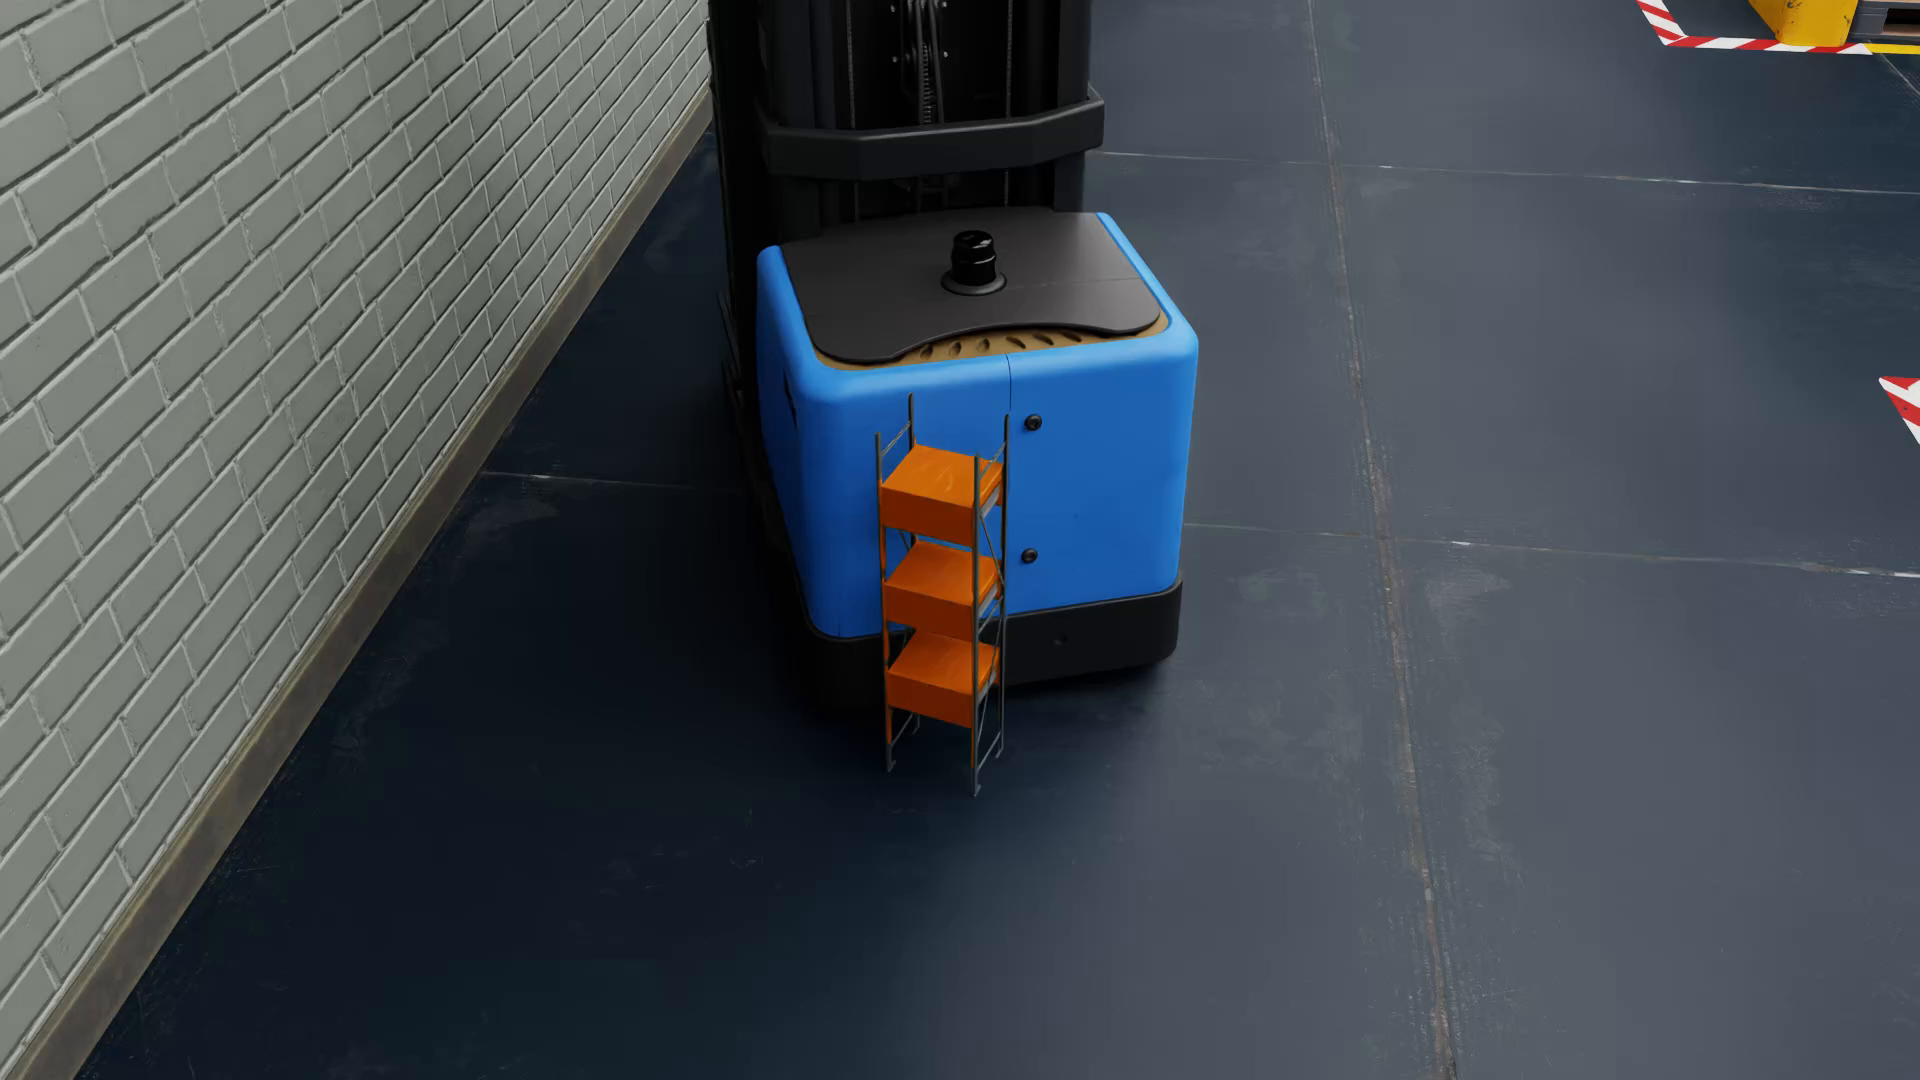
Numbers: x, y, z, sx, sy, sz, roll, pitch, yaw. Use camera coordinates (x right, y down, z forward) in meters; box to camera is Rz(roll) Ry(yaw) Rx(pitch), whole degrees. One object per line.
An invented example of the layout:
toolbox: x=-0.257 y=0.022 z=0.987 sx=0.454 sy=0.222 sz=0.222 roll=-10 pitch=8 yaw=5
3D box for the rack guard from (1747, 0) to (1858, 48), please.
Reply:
rack guard: x=4.691 y=-3.206 z=9.312 sx=0.348 sy=0.500 sz=1.175 roll=4 pitch=36 yaw=6

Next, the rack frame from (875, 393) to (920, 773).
rack frame: x=-0.151 y=0.133 z=4.160 sx=0.008 sy=1.050 sz=0.200 roll=14 pitch=38 yaw=18

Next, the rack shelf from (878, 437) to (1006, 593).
rack shelf: x=-0.039 y=-0.062 z=3.962 sx=0.240 sy=0.259 sz=0.215 roll=14 pitch=38 yaw=18

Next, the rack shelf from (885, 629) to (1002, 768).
rack shelf: x=-0.039 y=0.395 z=4.289 sx=0.240 sy=0.259 sz=0.215 roll=14 pitch=38 yaw=18

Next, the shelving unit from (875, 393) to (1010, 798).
shelving unit: x=-0.039 y=0.160 z=4.121 sx=0.252 sy=1.050 sz=0.215 roll=14 pitch=38 yaw=18

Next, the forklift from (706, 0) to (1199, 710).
forklift: x=-0.223 y=-1.589 z=4.953 sx=1.130 sy=2.935 sz=3.031 roll=-8 pitch=36 yaw=-11

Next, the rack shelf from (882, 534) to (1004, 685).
rack shelf: x=-0.039 y=0.169 z=4.127 sx=0.240 sy=0.259 sz=0.215 roll=14 pitch=38 yaw=18

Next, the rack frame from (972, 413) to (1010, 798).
rack frame: x=0.074 y=0.188 z=4.083 sx=0.008 sy=1.050 sz=0.200 roll=14 pitch=38 yaw=18

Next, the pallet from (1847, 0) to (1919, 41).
pallet: x=5.518 y=-3.072 z=9.373 sx=1.213 sy=0.211 sz=1.003 roll=4 pitch=36 yaw=6
